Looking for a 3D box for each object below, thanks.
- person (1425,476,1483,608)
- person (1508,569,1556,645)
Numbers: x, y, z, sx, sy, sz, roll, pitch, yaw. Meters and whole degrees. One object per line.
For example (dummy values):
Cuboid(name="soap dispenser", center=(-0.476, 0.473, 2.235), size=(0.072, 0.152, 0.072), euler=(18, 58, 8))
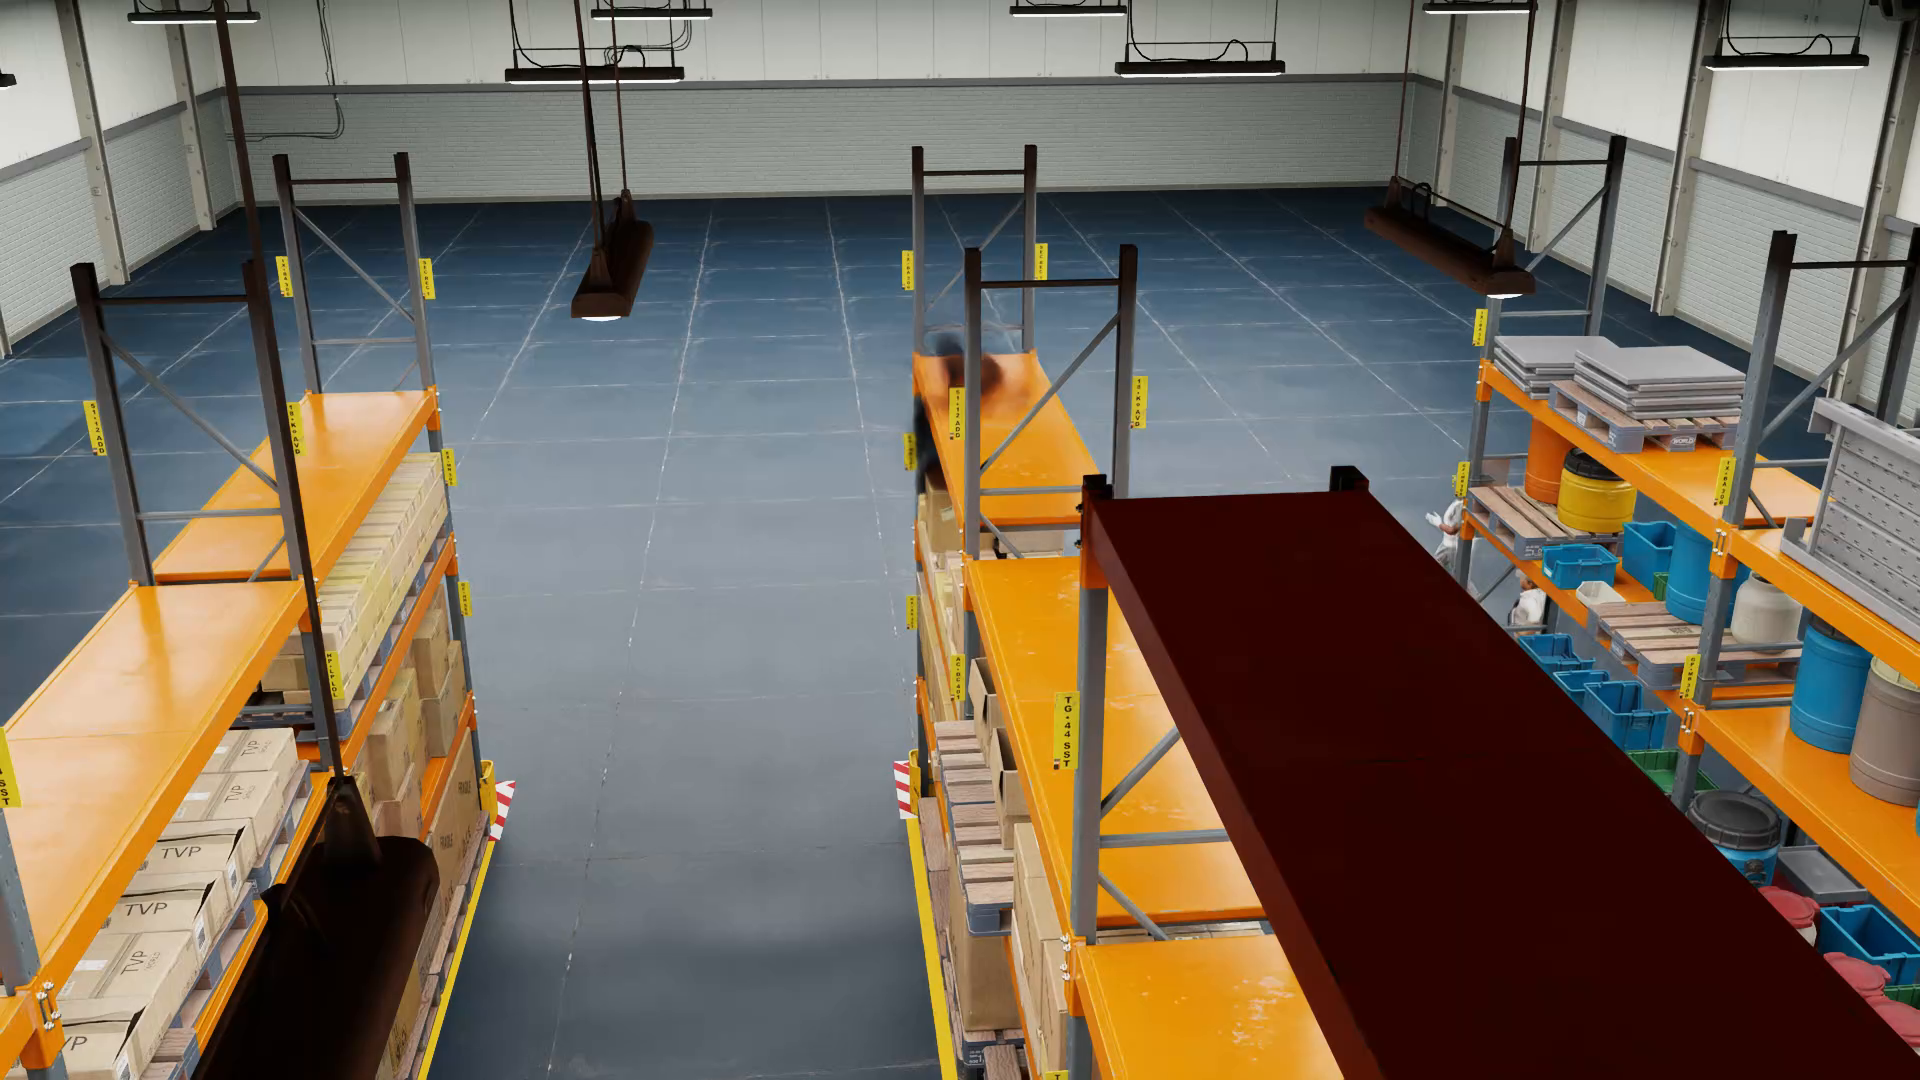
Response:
Cuboid(name="person", center=(5.685, 0.087, 19.005), size=(0.775, 1.840, 0.664), euler=(7, 23, 18))
Cuboid(name="person", center=(5.859, 1.032, 16.886), size=(0.658, 1.623, 0.851), euler=(-17, 27, -37))
